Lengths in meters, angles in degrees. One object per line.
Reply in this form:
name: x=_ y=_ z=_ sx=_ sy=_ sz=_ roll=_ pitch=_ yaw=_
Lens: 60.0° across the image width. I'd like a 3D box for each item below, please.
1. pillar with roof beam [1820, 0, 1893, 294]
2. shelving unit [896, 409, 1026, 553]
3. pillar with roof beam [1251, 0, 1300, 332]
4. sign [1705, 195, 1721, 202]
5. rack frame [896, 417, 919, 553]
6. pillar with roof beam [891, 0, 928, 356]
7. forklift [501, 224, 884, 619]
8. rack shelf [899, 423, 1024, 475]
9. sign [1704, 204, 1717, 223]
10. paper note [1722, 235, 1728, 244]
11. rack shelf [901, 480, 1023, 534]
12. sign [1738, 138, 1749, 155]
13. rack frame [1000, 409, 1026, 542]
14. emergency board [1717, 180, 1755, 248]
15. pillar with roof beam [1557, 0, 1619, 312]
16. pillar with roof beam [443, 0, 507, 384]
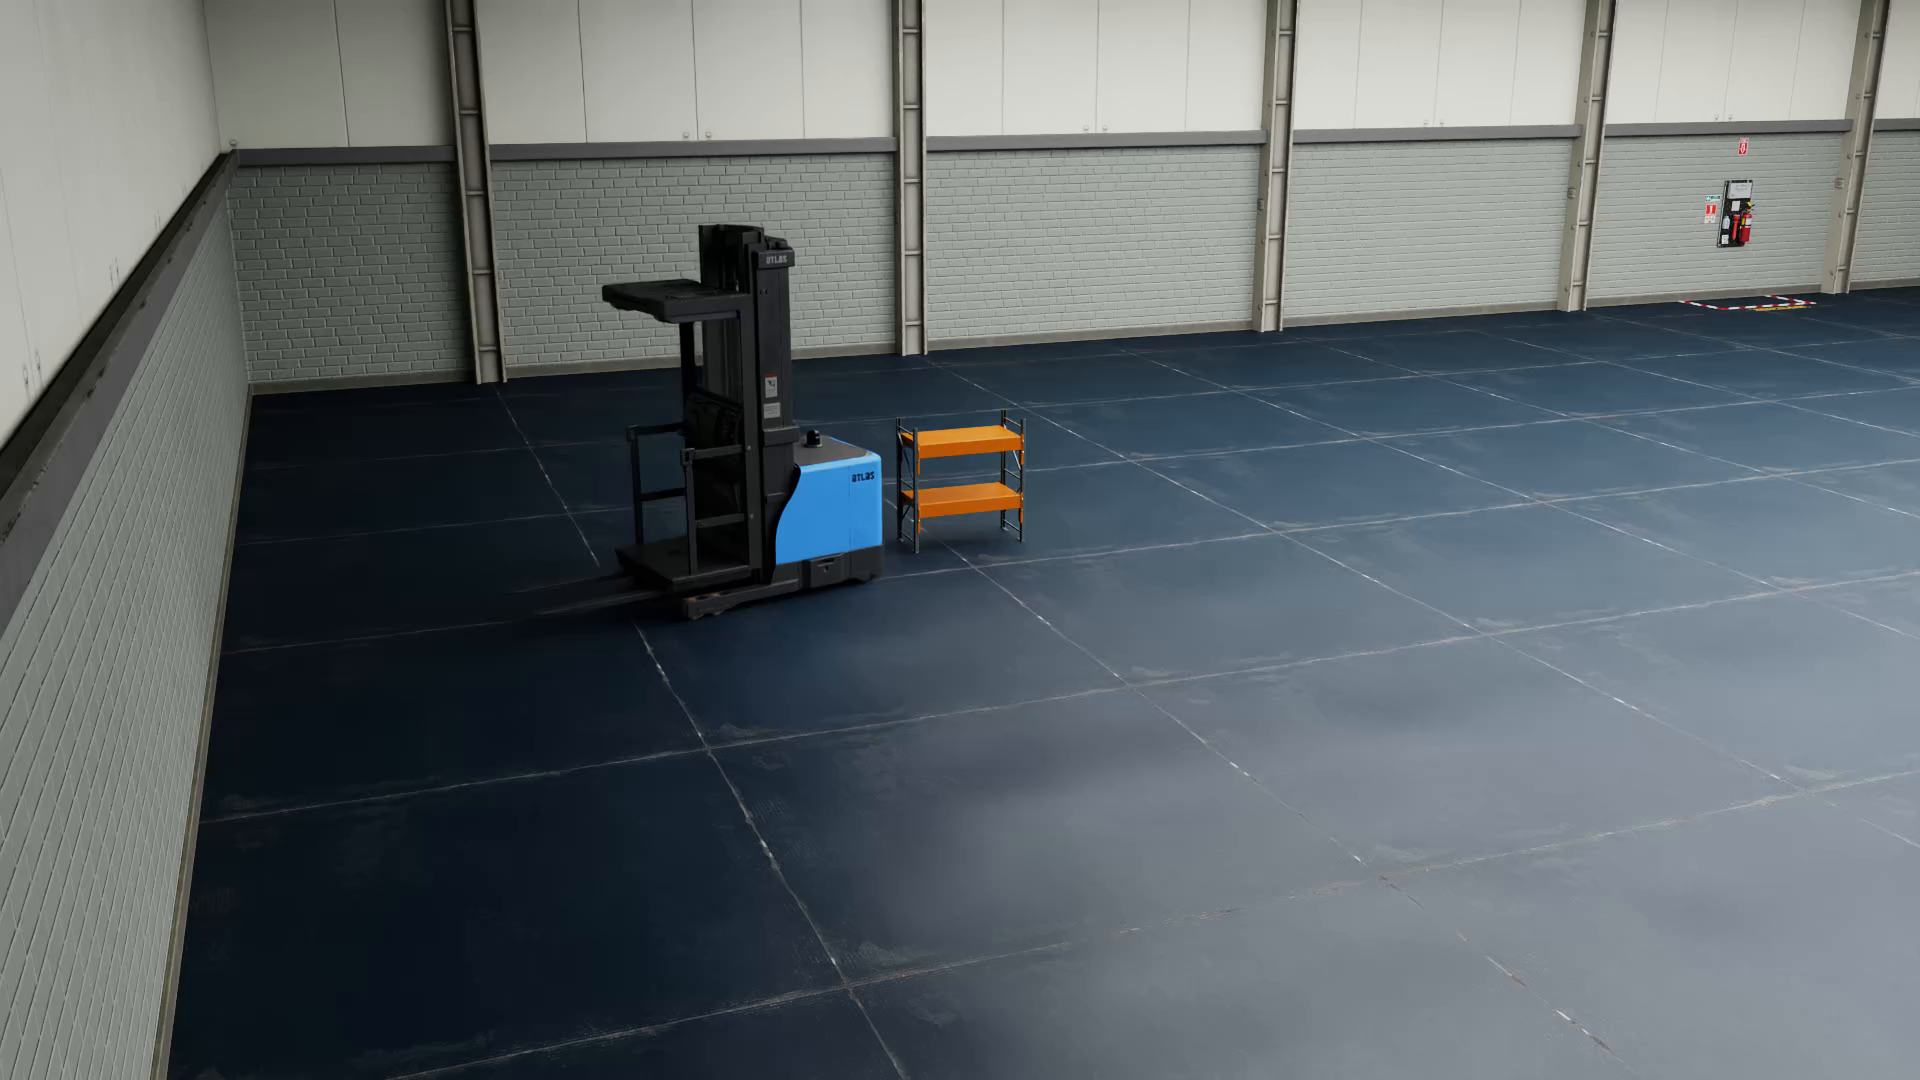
pillar with roof beam: x=17.634 y=-7.744 z=25.499 sx=0.400 sy=9.000 sz=9.100 roll=-6 pitch=17 yaw=-20
shelving unit: x=0.006 y=-0.540 z=14.942 sx=1.048 sy=1.125 sz=0.538 roll=-6 pitch=17 yaw=-20
pillar with roof beam: x=6.429 y=-6.535 z=21.379 sx=0.400 sy=9.000 sz=9.100 roll=-6 pitch=17 yaw=-20
sign: x=13.227 y=-6.000 z=29.204 sx=0.331 sy=0.109 sz=0.001 roll=-6 pitch=17 yaw=-20
rack frame: x=-0.468 y=-0.489 z=14.768 sx=0.032 sy=1.125 sz=0.500 roll=-6 pitch=17 yaw=-20
pillar with roof beam: x=0.826 y=-5.930 z=19.320 sx=0.400 sy=9.000 sz=9.100 roll=-6 pitch=17 yaw=-20
forklift: x=-2.137 y=-0.954 z=13.146 sx=3.031 sy=2.935 sz=1.130 roll=-11 pitch=20 yaw=-33
rack shelf: x=0.006 y=-0.821 z=14.860 sx=1.000 sy=0.278 sz=0.538 roll=-6 pitch=17 yaw=-20
sign: x=13.219 y=-5.748 z=29.285 sx=0.234 sy=0.329 sz=0.001 roll=-6 pitch=17 yaw=-20
paper note: x=13.582 y=-5.337 z=29.513 sx=0.142 sy=0.148 sz=0.016 roll=-6 pitch=17 yaw=-20
rack shelf: x=0.006 y=-0.306 z=15.011 sx=1.000 sy=0.278 sz=0.538 roll=-6 pitch=17 yaw=-20
sign: x=13.729 y=-6.897 z=29.147 sx=0.199 sy=0.298 sz=0.001 roll=-6 pitch=17 yaw=-20
rack frame: x=0.481 y=-0.592 z=15.117 sx=0.032 sy=1.125 sz=0.500 roll=-6 pitch=17 yaw=-20
emergency board: x=13.772 y=-5.760 z=29.387 sx=0.643 sy=1.169 sz=0.194 roll=-6 pitch=17 yaw=-20
pillar with roof beam: x=12.031 y=-7.139 z=23.439 sx=0.400 sy=9.000 sz=9.100 roll=-6 pitch=17 yaw=-20
pillar with roof beam: x=-4.777 y=-5.325 z=17.260 sx=0.400 sy=9.000 sz=9.100 roll=-6 pitch=17 yaw=-20
